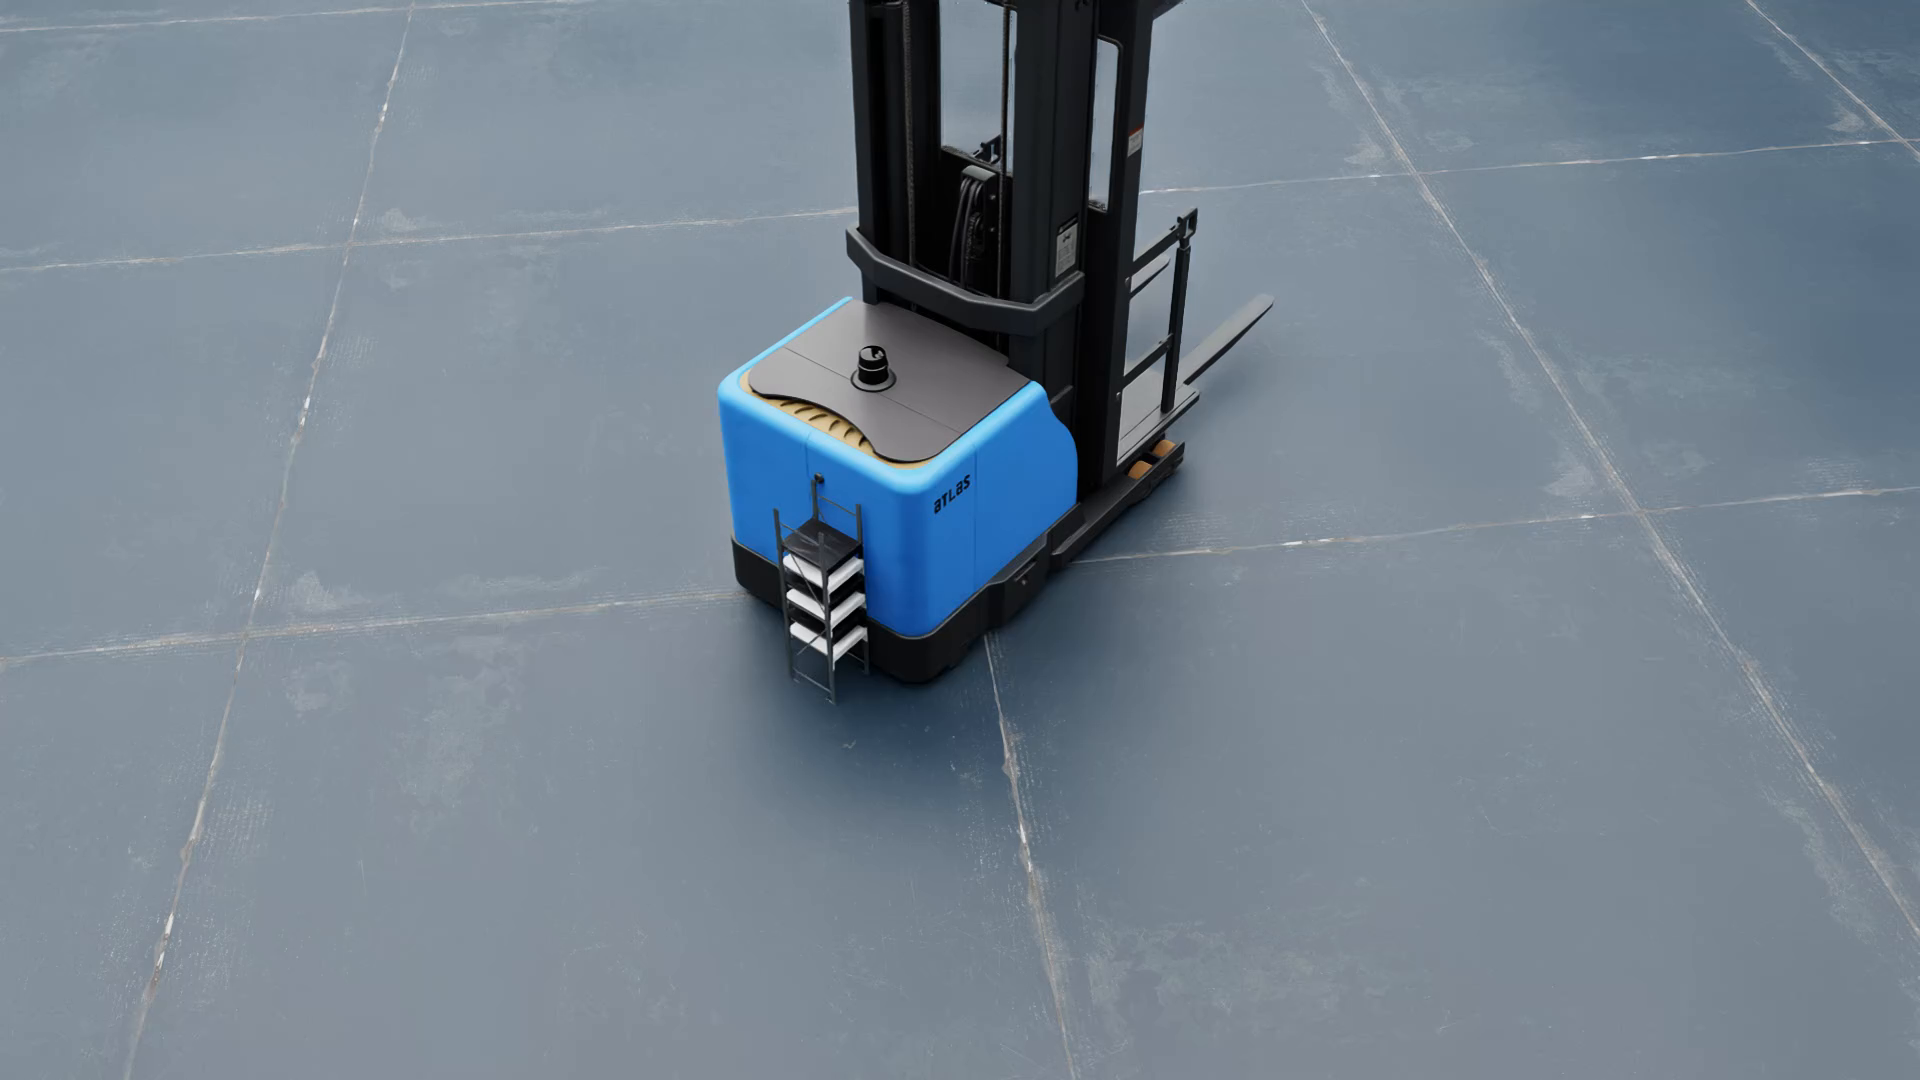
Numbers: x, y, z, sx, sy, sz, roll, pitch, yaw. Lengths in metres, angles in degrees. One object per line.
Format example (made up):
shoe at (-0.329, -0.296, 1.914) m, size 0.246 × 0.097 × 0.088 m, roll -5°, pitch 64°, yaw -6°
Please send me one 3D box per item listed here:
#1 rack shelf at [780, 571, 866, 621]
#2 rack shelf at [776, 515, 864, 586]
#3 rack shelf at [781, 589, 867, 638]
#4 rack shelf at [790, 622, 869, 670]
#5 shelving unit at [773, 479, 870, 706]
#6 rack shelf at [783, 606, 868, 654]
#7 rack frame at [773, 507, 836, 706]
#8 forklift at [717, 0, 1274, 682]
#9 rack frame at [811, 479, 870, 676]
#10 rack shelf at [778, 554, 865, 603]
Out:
rack shelf at (-0.519, 0.170, 6.305) m, size 0.258 × 0.077 × 0.200 m, roll 28°, pitch 49°, yaw 27°
rack shelf at (-0.519, 0.037, 6.184) m, size 0.258 × 0.077 × 0.200 m, roll 28°, pitch 49°, yaw 27°
rack shelf at (-0.519, 0.237, 6.365) m, size 0.258 × 0.077 × 0.200 m, roll 28°, pitch 49°, yaw 27°
rack shelf at (-0.519, 0.371, 6.486) m, size 0.258 × 0.077 × 0.200 m, roll 28°, pitch 49°, yaw 27°
shelving unit at (-0.519, 0.212, 6.343) m, size 0.258 × 0.900 × 0.210 m, roll 28°, pitch 49°, yaw 27°
rack shelf at (-0.519, 0.304, 6.425) m, size 0.258 × 0.077 × 0.200 m, roll 28°, pitch 49°, yaw 27°
rack frame at (-0.582, 0.266, 6.283) m, size 0.240 × 0.900 × 0.006 m, roll 28°, pitch 49°, yaw 27°
forklift at (0.363, -1.462, 6.683) m, size 1.130 × 2.935 × 3.031 m, roll 28°, pitch 49°, yaw 27°
rack frame at (-0.457, 0.159, 6.402) m, size 0.240 × 0.900 × 0.006 m, roll 28°, pitch 49°, yaw 27°
rack shelf at (-0.519, 0.103, 6.244) m, size 0.258 × 0.077 × 0.200 m, roll 28°, pitch 49°, yaw 27°
